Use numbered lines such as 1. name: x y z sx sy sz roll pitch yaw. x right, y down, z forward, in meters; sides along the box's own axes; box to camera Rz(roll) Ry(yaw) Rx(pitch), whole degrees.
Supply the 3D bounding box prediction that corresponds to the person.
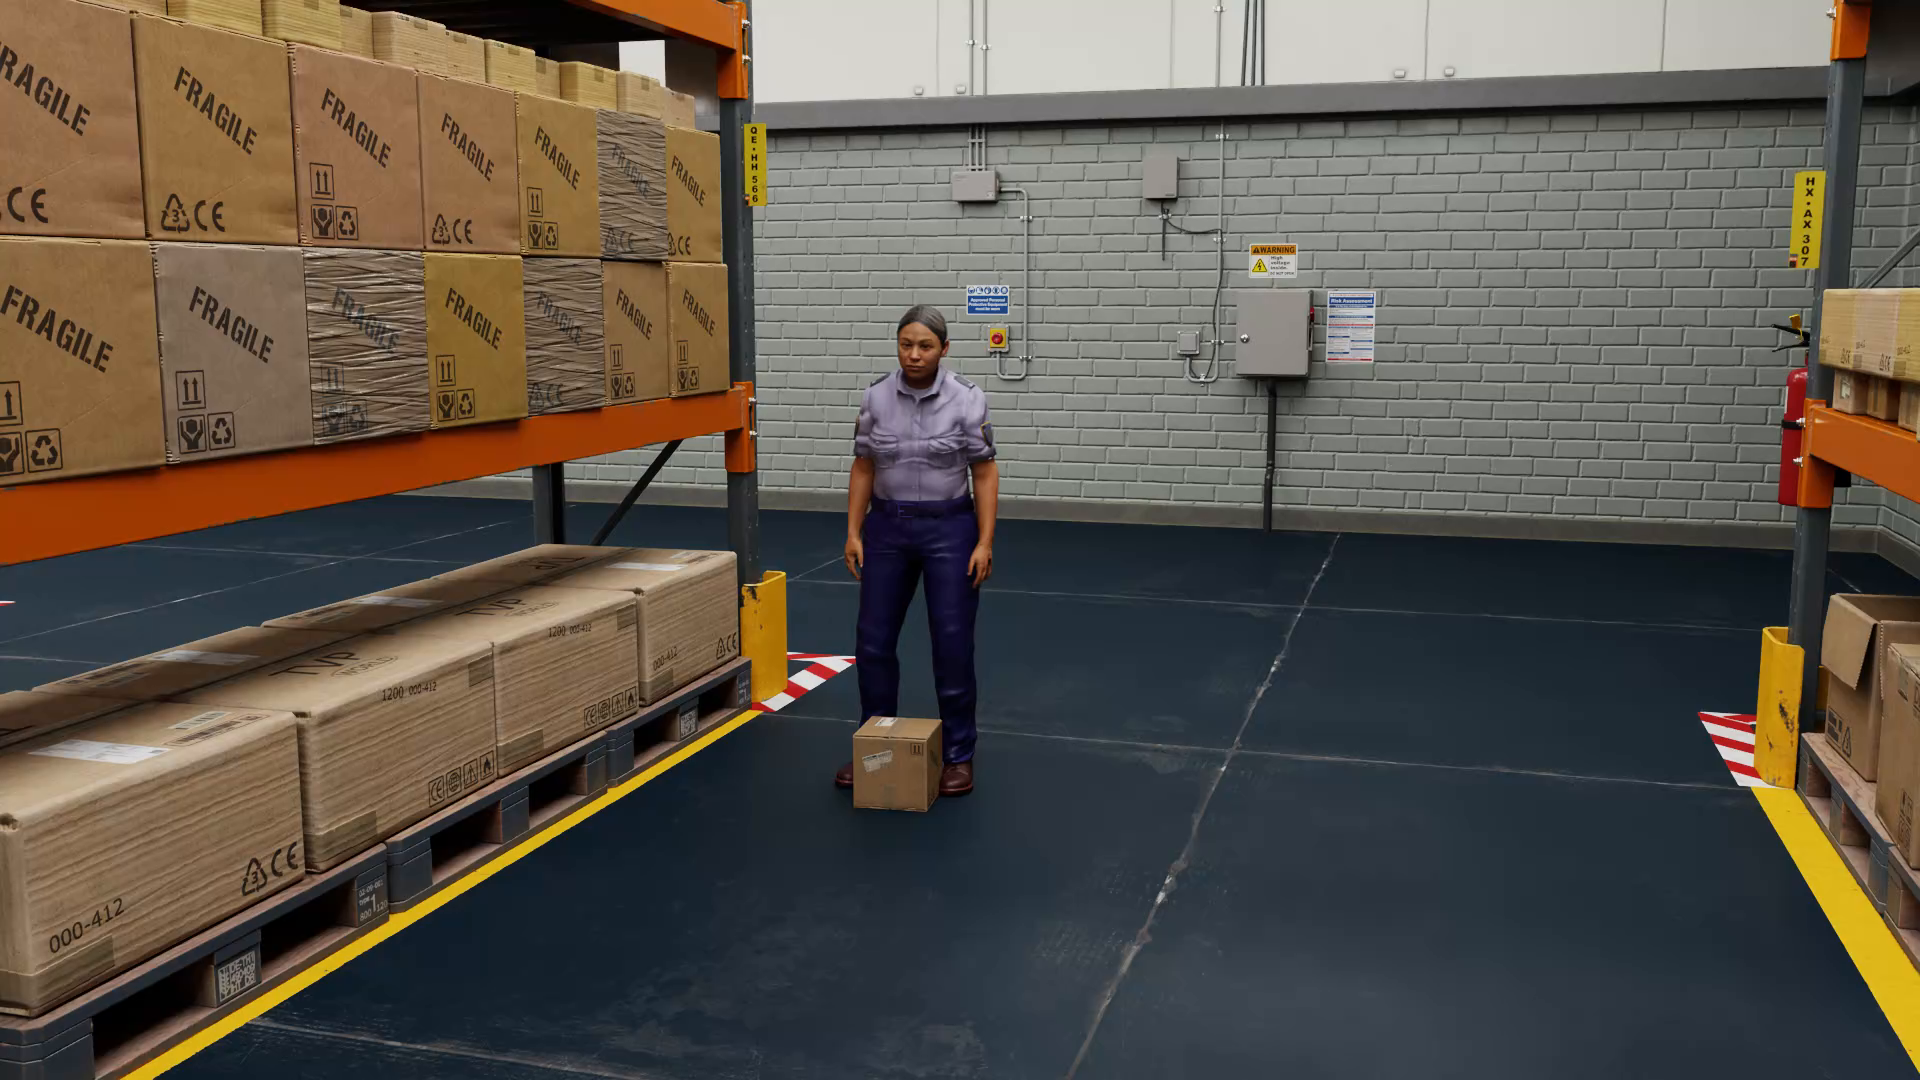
1. person: -0.143 0.024 5.710 0.545 1.650 0.375 2 9 13
